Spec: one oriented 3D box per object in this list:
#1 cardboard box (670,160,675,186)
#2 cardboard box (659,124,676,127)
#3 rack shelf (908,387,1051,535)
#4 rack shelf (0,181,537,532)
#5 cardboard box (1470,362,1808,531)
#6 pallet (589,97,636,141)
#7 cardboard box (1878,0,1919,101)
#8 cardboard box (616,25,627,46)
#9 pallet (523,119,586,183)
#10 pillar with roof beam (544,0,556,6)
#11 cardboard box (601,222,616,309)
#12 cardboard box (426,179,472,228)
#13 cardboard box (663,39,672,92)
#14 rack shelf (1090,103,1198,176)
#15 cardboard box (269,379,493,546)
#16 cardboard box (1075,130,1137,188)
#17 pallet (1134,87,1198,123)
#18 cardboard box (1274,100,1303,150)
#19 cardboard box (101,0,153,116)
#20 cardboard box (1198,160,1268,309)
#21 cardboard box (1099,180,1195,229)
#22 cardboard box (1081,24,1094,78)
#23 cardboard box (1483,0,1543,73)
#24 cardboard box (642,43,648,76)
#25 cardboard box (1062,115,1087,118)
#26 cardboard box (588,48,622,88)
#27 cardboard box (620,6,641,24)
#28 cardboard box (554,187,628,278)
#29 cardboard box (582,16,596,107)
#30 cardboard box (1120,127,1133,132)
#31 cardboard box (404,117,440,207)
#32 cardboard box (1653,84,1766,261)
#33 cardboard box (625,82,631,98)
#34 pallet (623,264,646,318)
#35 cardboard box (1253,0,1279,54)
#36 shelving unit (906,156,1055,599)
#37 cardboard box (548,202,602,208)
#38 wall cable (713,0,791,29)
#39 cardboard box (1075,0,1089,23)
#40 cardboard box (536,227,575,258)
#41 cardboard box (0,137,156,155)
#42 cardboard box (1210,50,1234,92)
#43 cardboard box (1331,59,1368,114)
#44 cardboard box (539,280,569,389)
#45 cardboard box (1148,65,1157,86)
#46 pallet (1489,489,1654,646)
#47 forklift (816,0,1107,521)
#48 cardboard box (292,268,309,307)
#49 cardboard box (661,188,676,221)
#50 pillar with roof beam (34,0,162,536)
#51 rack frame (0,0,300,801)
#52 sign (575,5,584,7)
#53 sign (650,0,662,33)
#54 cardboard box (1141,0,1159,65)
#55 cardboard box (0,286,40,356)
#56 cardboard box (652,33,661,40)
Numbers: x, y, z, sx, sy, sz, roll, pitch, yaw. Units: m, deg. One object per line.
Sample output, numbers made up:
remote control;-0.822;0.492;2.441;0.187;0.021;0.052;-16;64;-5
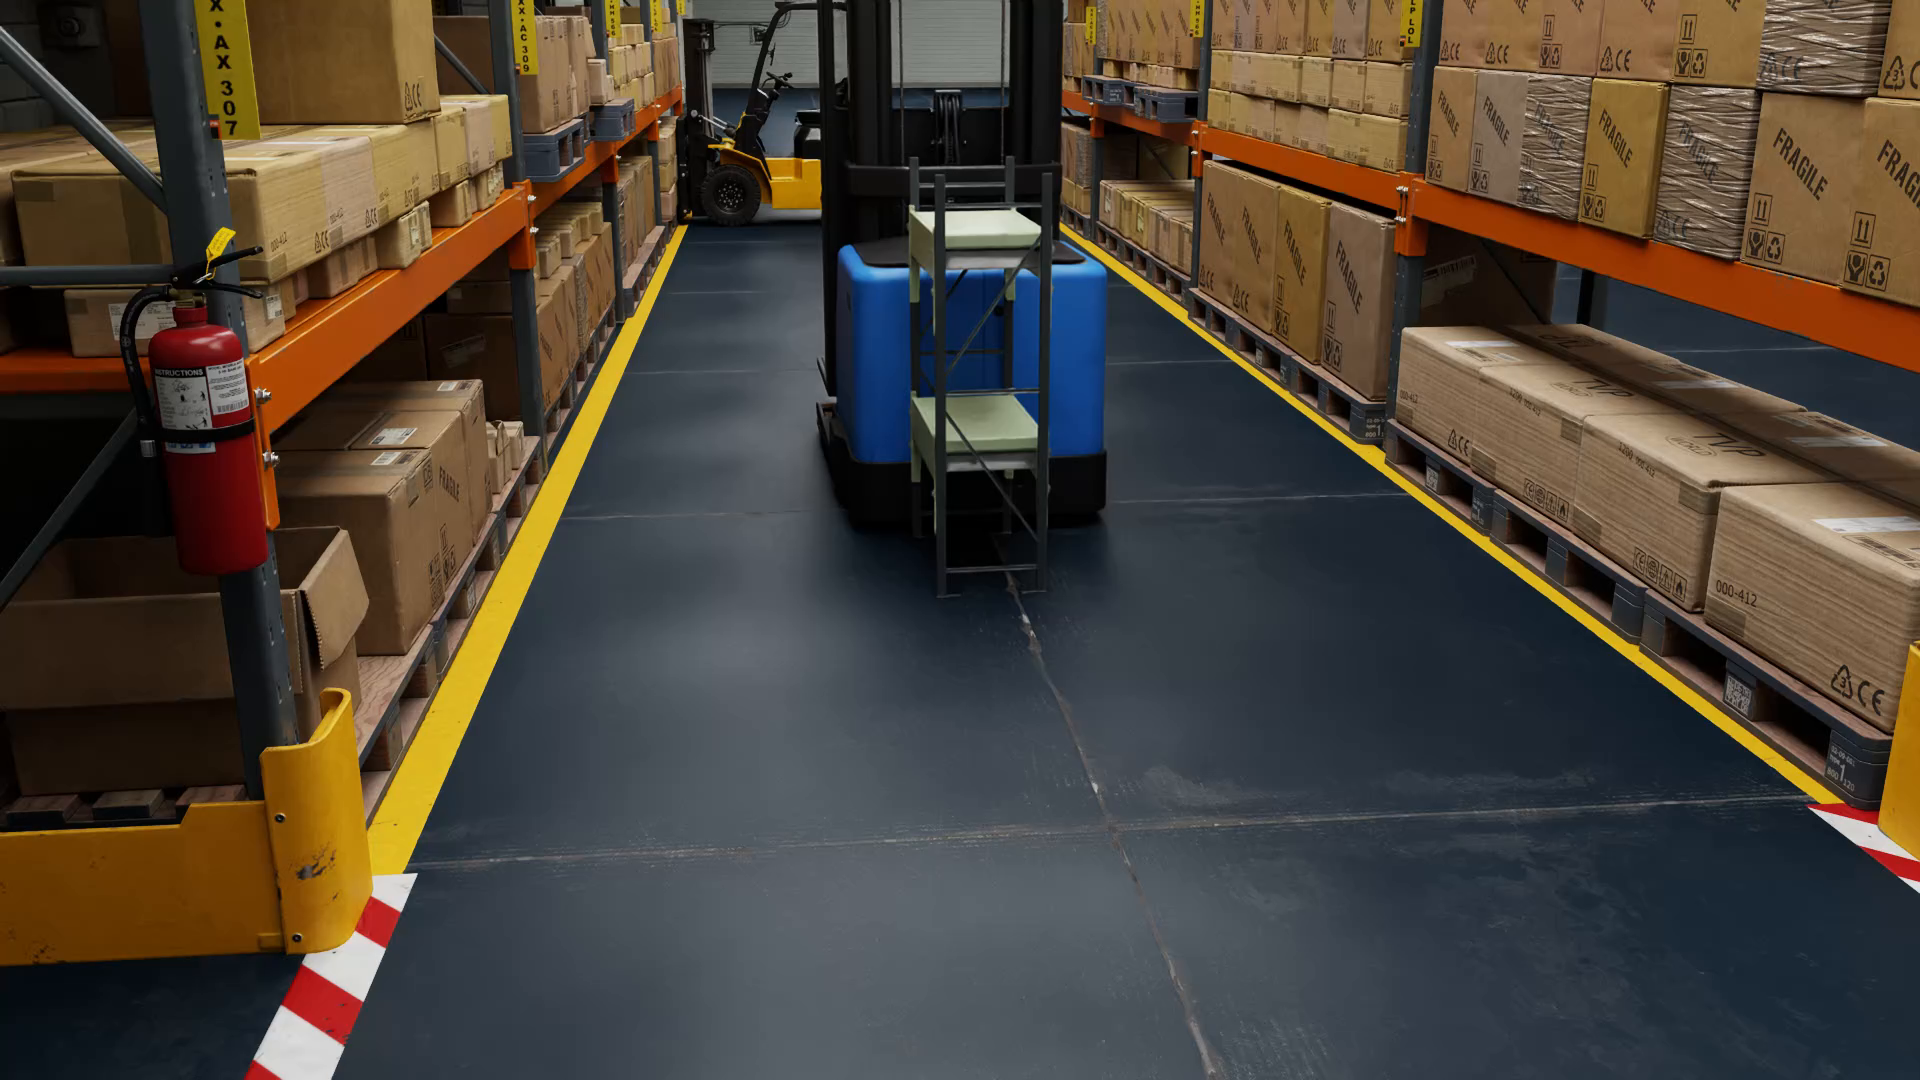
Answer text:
cardboard box;-3.009;-3.523;15.947;0.500;0.250;0.500;-2;18;-6
cardboard box;-3.102;-4.069;16.851;0.500;0.250;0.500;-2;18;-7
rack shelf;0.061;-0.311;6.251;0.431;0.370;0.720;-2;18;-8
rack shelf;-2.181;-0.770;5.323;1.077;0.370;4.000;-2;18;-6
cardboard box;2.601;-0.385;6.471;0.875;0.438;0.875;-2;18;-7
pallet;-2.660;-2.610;10.302;1.213;0.211;1.003;-2;18;-6
cardboard box;2.676;-1.333;4.079;0.500;0.500;0.500;-1;17;-4
cardboard box;-2.683;-3.746;12.353;0.380;0.149;0.250;-1;17;-4
pallet;-2.361;-1.859;7.911;1.003;0.211;1.213;-2;18;-6
pillar with roof beam;-0.167;-8.044;17.277;9.100;9.000;0.400;-2;18;-6
cardboard box;-2.542;-1.789;10.841;0.500;0.500;0.500;-1;17;-4
cardboard box;-1.949;-1.194;5.893;0.380;0.149;0.250;-2;18;-6
cardboard box;-3.153;-4.737;16.590;0.500;0.500;0.500;-2;18;-5
rack shelf;1.931;-3.308;13.407;1.077;0.370;4.000;-2;18;-6
cardboard box;-2.100;-0.276;6.019;0.700;0.500;0.500;-2;18;-8
cardboard box;1.397;-3.661;15.969;0.500;0.500;0.500;-2;18;-6
pallet;1.958;-3.173;12.096;1.213;0.211;1.003;-2;18;-6
cardboard box;2.111;-2.374;9.483;0.500;0.250;0.500;-2;18;-6
cardboard box;-2.498;-1.685;5.540;0.500;0.500;0.500;-2;18;-7
cardboard box;2.126;-2.034;10.993;0.875;0.875;0.875;-2;18;-6
cardboard box;1.781;-3.038;15.031;0.950;0.372;0.625;-2;17;-5
cardboard box;1.431;-4.562;15.535;0.500;0.500;0.500;-2;18;-7
cardboard box;2.404;-2.088;6.485;0.500;0.500;0.500;-2;18;-6
cardboard box;-2.847;-3.968;13.725;0.500;0.250;0.500;-2;18;-7
cardboard box;1.123;-4.429;18.415;0.500;0.500;0.500;-2;18;-7
cardboard box;-2.578;-3.208;11.305;0.500;0.250;0.500;-2;18;-6
cardboard box;-2.950;-4.696;14.881;0.380;0.149;0.250;-1;17;-5
cardboard box;-2.850;-2.155;11.796;0.875;0.625;0.625;-1;17;-4
cardboard box;-2.447;-2.670;9.300;0.797;0.503;0.637;-2;18;-7
cardboard box;1.865;-3.837;16.528;0.500;0.500;0.500;-1;17;-3
cardboard box;-1.935;-1.184;5.195;0.500;0.250;0.500;-2;18;-7
cardboard box;2.550;-1.158;5.191;0.500;0.500;0.500;-1;17;-4
cardboard box;-2.709;-3.272;12.343;0.500;0.250;0.500;-2;18;-7
pallet;-2.846;-1.817;12.112;1.003;0.211;1.213;-2;18;-6
cardboard box;2.044;-3.124;9.782;0.500;0.500;0.500;-1;17;-4
shelving unit;0.061;-0.622;6.154;0.431;1.500;0.755;-2;18;-8
cardboard box;-2.497;-2.079;10.680;0.380;0.149;0.250;-3;18;-8
wall cable;-6.532;-16.287;48.714;3.097;2.526;0.112;-2;18;-6
cardboard box;1.627;-5.809;17.840;0.700;0.500;0.500;-2;18;-5
cardboard box;-2.388;-1.683;9.419;0.380;0.149;0.250;-3;18;-8
cardboard box;-2.338;-0.870;4.195;0.500;0.250;0.500;-2;18;-5
cardboard box;1.944;-3.064;10.844;0.500;0.250;0.500;-2;18;-6
cardboard box;2.203;-2.303;8.421;0.500;0.250;0.500;-1;17;-4
cardboard box;-2.278;-1.026;8.411;0.500;0.500;0.500;-2;18;-6
cardboard box;1.639;-3.534;12.646;0.380;0.149;0.250;-1;17;-5
pallet;2.679;0.060;6.134;1.003;0.211;1.213;-2;18;-6
forklift;-0.121;-1.873;7.749;1.130;2.935;3.031;-2;18;-8
cardboard box;-1.869;-0.656;4.177;0.380;0.149;0.250;-2;18;-6
cardboard box;-2.933;-3.136;15.546;0.500;0.250;0.500;-2;18;-5
pillar with roof beam;1.070;-4.469;5.889;9.100;9.000;0.400;-2;18;-6
rack frame;-1.975;-0.517;3.318;1.000;3.000;0.127;-2;18;-6
sign;-4.177;-5.720;18.311;0.100;0.325;0.005;-2;18;-6
sign;-2.674;-4.627;14.607;0.100;0.325;0.005;-2;18;-6
cardboard box;1.696;-3.876;12.652;0.500;0.500;0.500;-3;18;-9
cardboard box;-2.276;-0.488;3.643;0.380;0.149;0.250;-2;18;-6
cardboard box;-3.018;-4.783;15.653;0.380;0.149;0.250;-1;17;-4
